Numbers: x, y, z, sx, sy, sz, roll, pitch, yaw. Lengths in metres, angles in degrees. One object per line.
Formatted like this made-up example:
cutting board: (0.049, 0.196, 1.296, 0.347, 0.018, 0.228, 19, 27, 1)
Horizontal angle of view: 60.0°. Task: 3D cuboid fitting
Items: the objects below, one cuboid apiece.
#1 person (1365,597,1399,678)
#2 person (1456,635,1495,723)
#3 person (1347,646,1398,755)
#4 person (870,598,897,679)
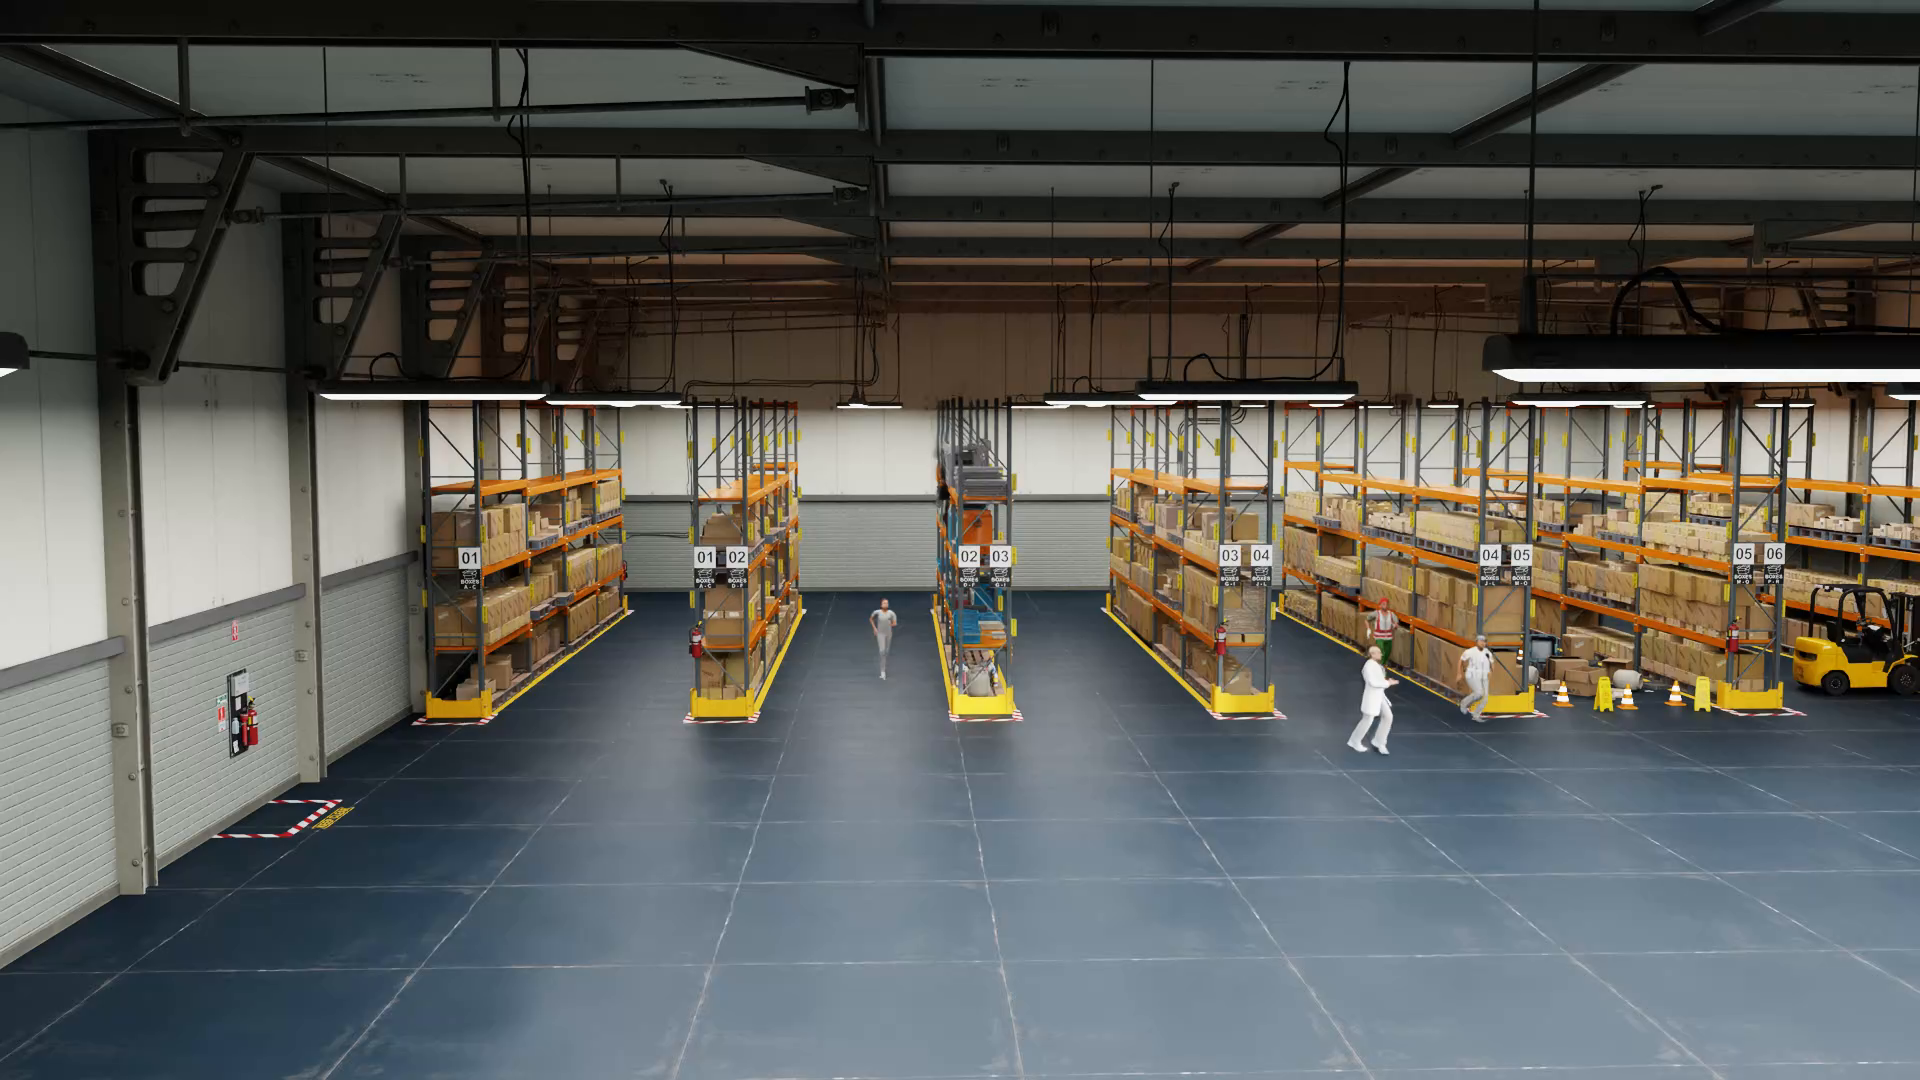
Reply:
person: (8.880, 2.116, 34.930, 0.651, 1.835, 0.846, -1, 4, -9)
person: (9.576, 2.569, 30.702, 0.699, 1.609, 0.579, -1, 5, -14)
person: (6.905, 2.696, 27.777, 0.841, 1.857, 0.708, 3, 5, 32)
person: (-1.643, 2.112, 35.983, 0.550, 1.729, 0.780, -1, 5, -17)
